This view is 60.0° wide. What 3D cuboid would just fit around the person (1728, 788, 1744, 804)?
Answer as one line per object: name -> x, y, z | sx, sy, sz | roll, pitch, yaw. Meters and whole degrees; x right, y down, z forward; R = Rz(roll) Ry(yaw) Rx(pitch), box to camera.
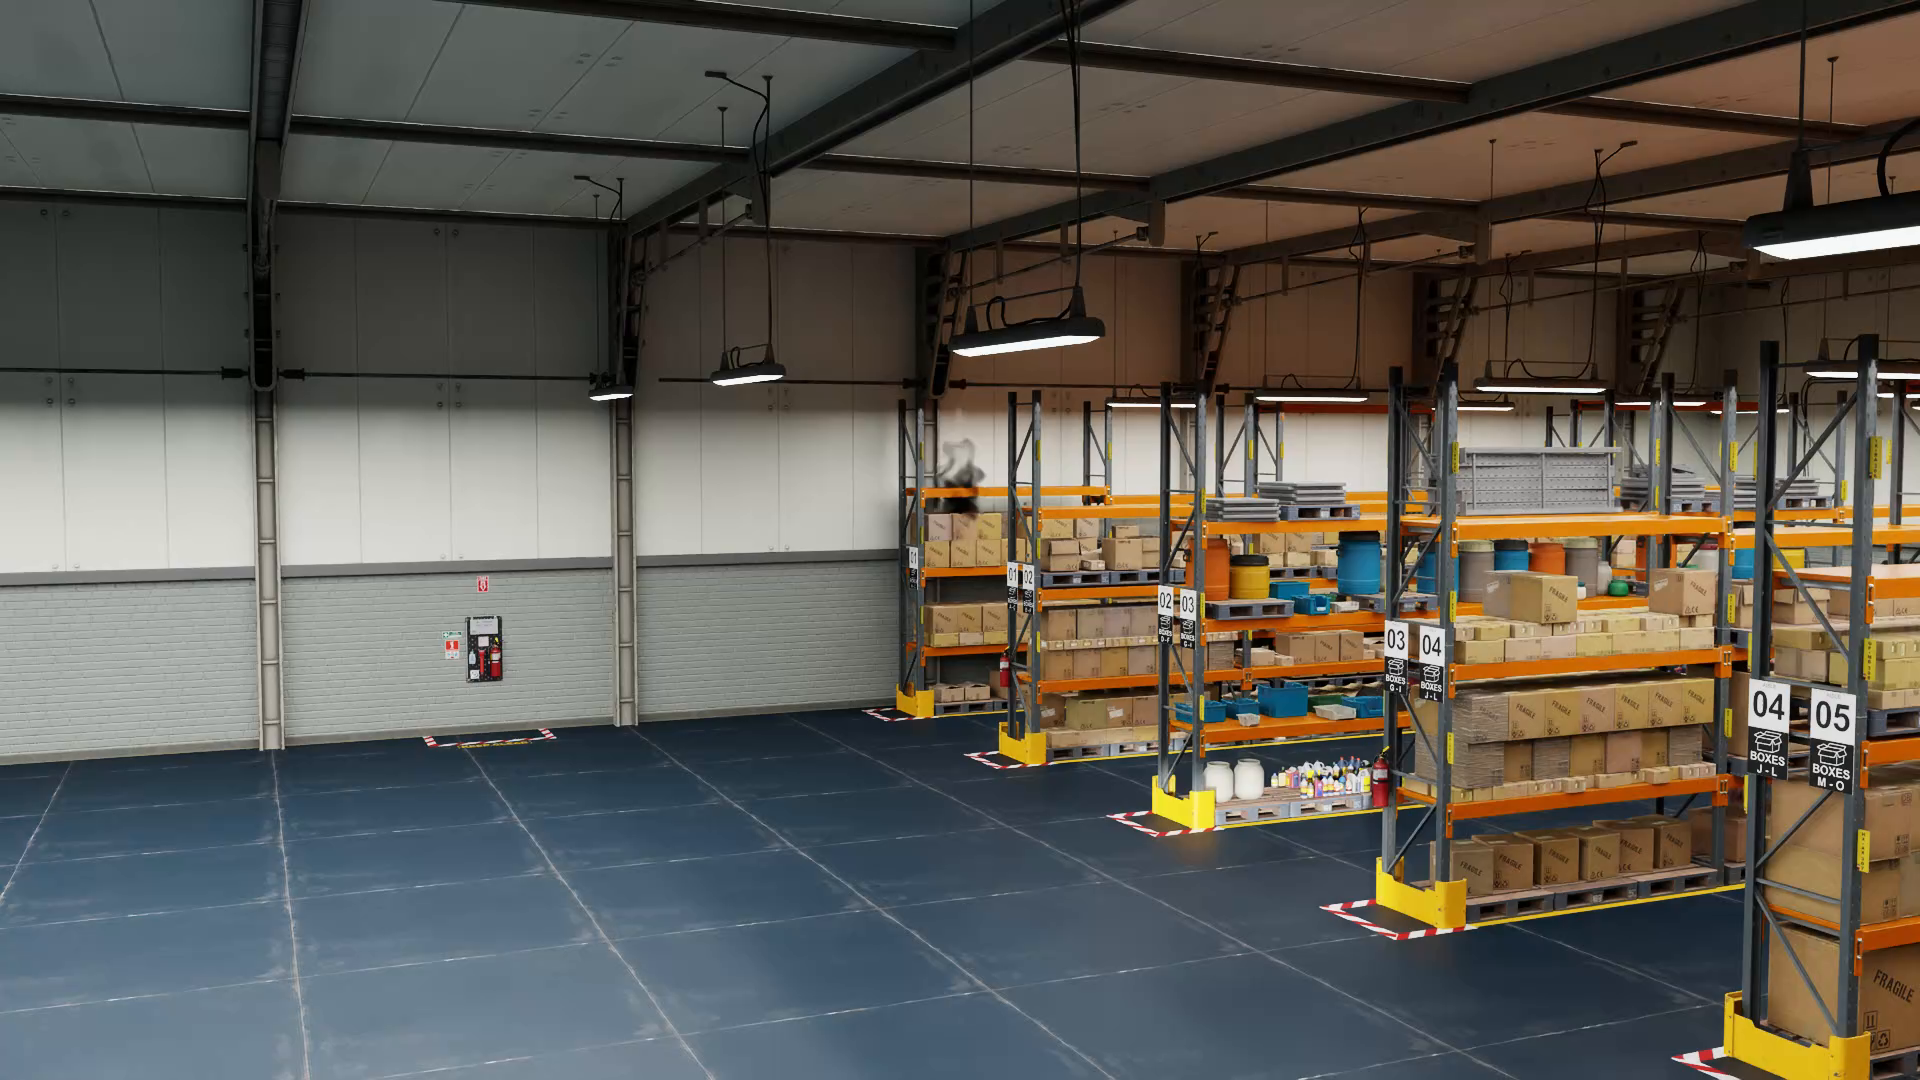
person -> 10.562, 3.008, 22.415 | 0.520, 1.571, 0.625 | -1, 4, -24
